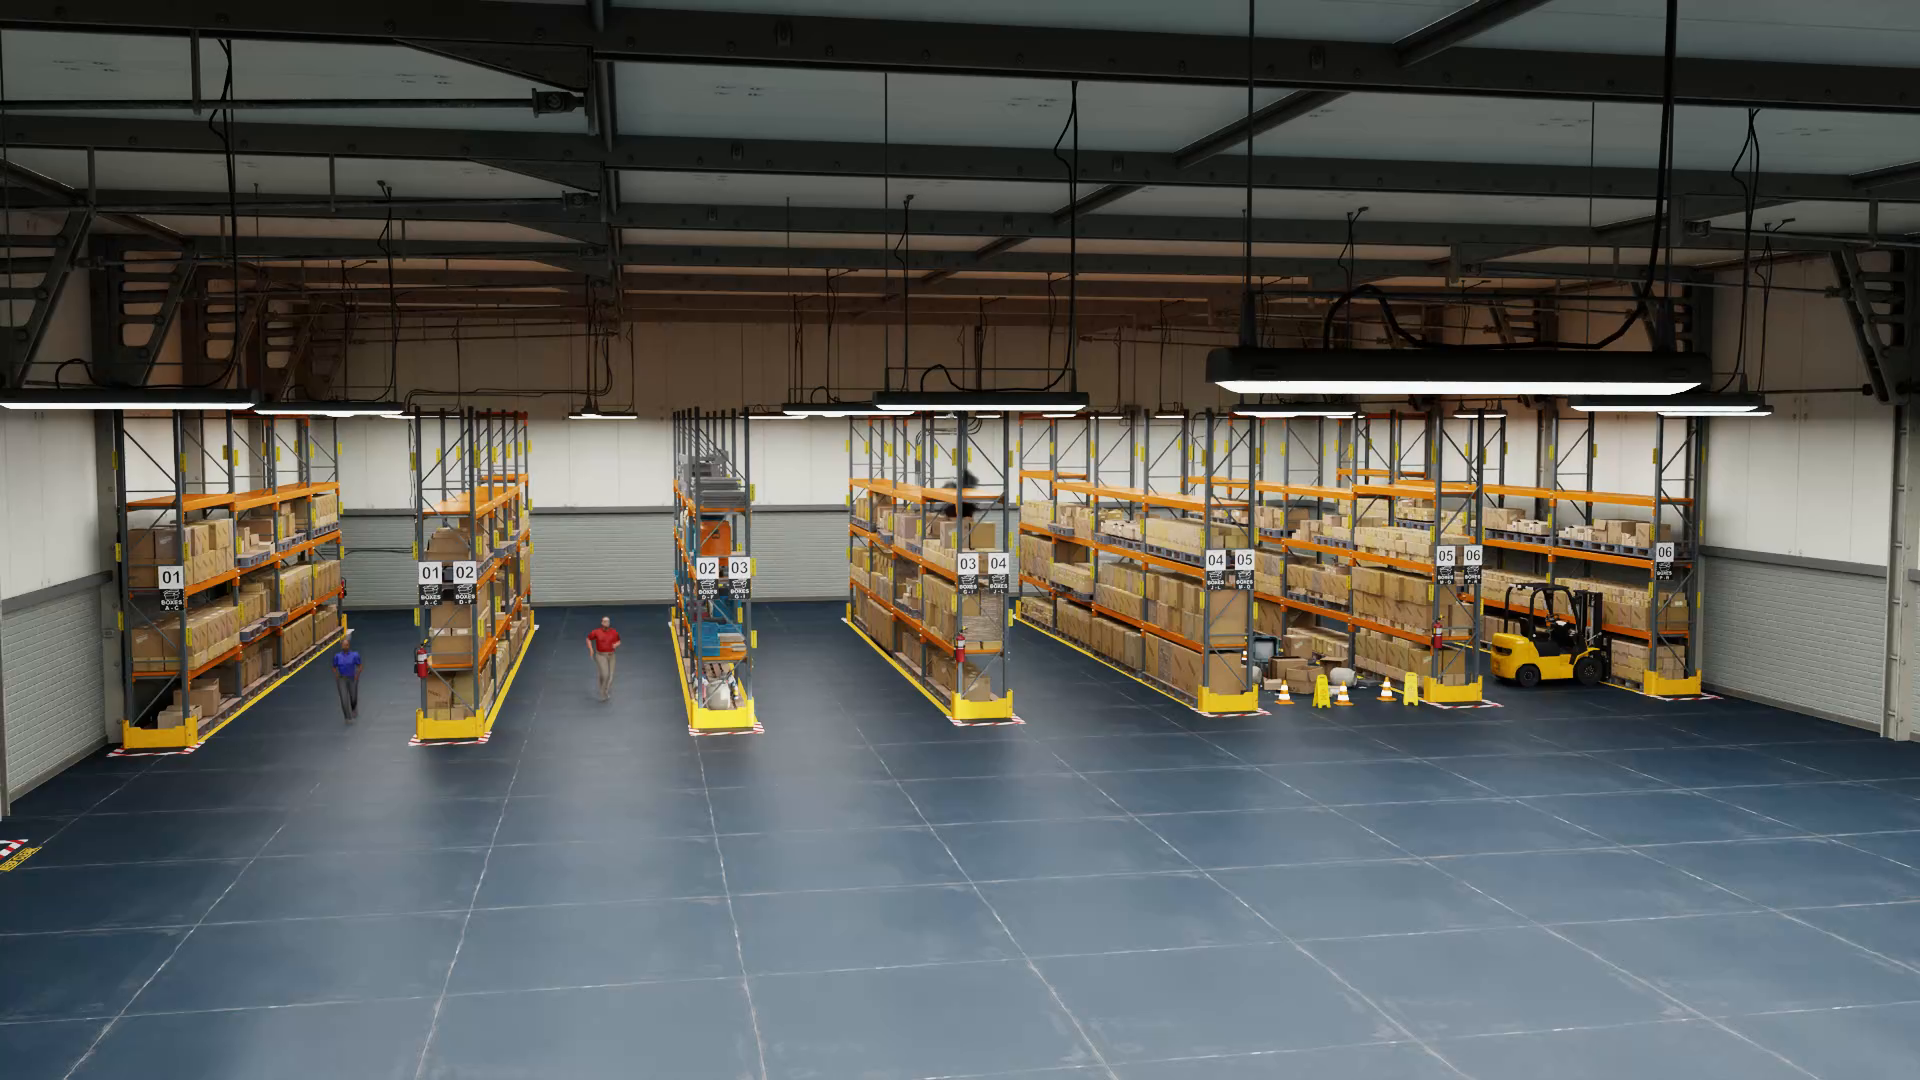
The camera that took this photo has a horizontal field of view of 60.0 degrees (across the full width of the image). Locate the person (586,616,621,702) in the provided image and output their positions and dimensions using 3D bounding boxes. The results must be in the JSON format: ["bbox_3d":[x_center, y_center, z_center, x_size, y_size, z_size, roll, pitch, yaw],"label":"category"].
[{"bbox_3d":[-7.264,2.447,34.113,0.637,1.755,0.729,-3,5,-33],"label":"person"}]

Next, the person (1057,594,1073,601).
[{"bbox_3d":[3.138,1.288,50.250,0.889,1.764,0.696,-1,4,-9],"label":"person"}]

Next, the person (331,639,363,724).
[{"bbox_3d":[-11.607,2.684,31.492,0.555,1.597,0.536,-1,4,-17],"label":"person"}]
